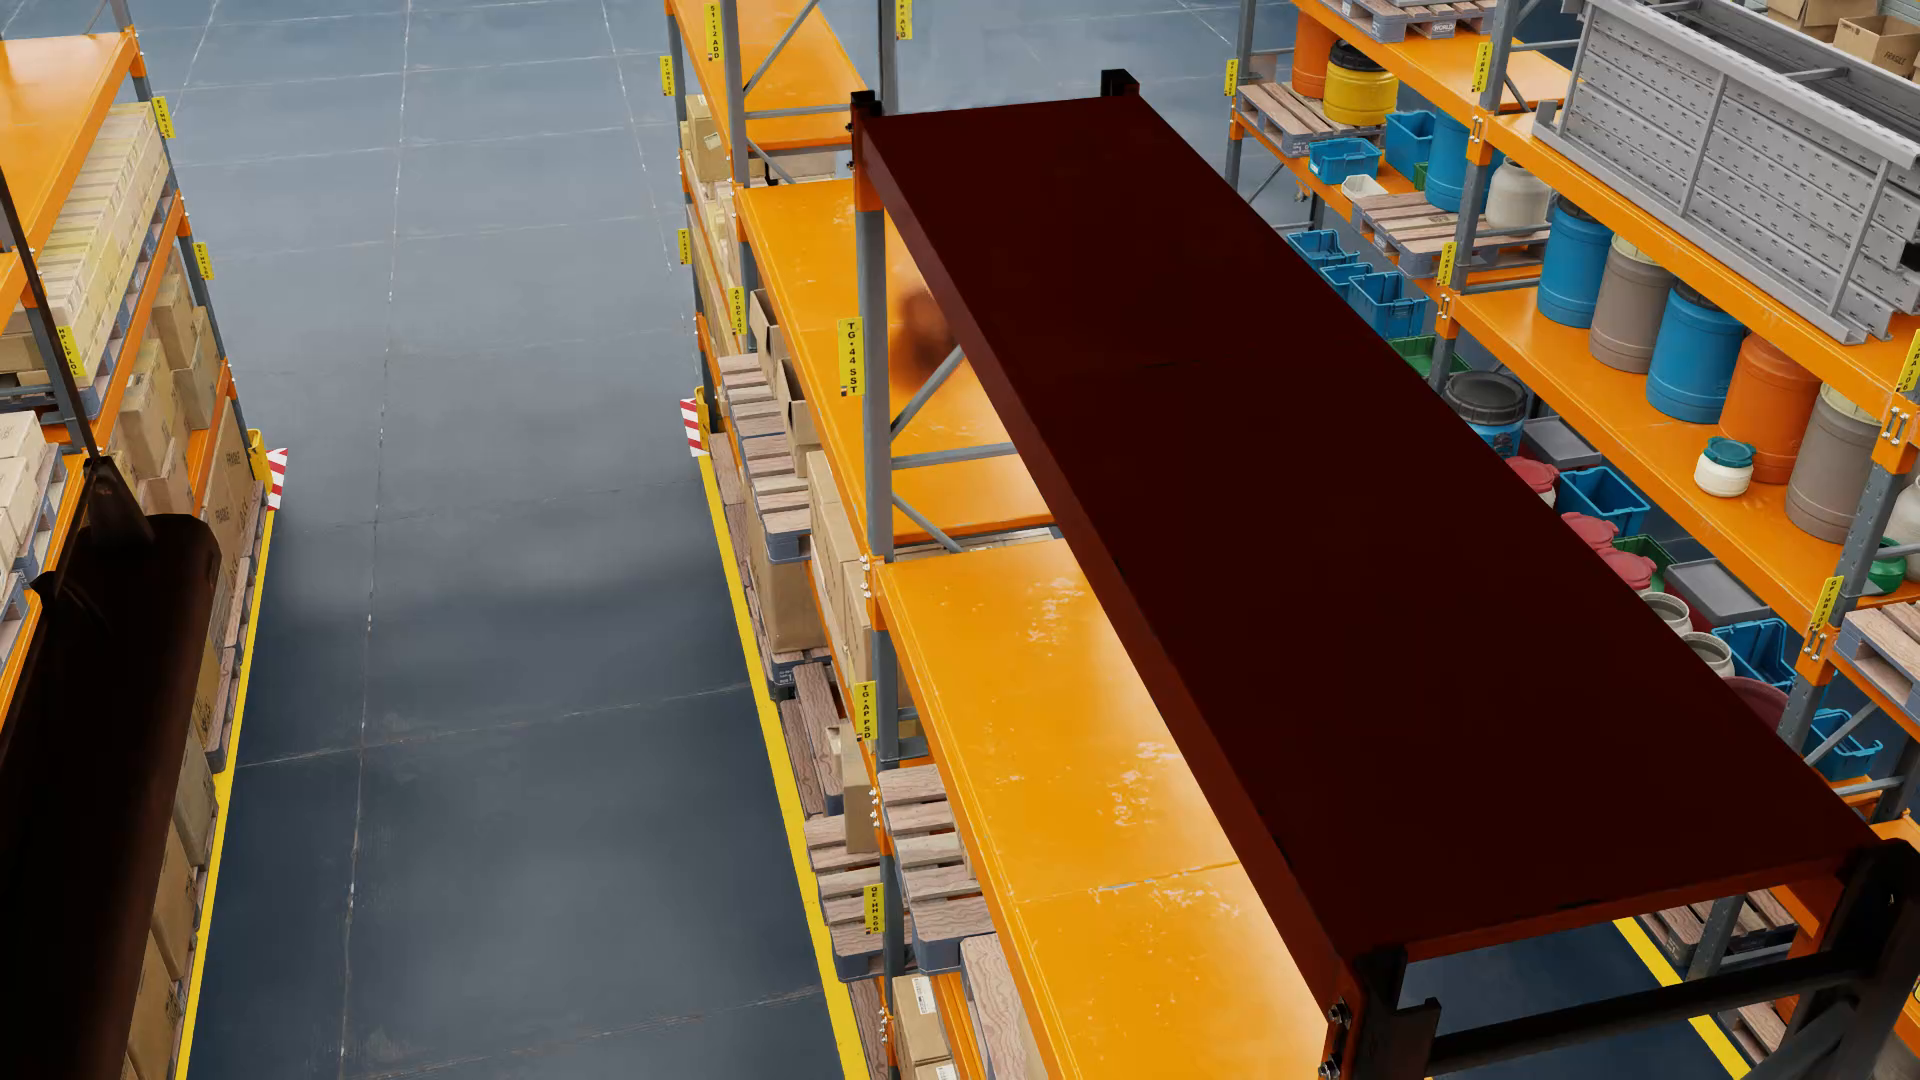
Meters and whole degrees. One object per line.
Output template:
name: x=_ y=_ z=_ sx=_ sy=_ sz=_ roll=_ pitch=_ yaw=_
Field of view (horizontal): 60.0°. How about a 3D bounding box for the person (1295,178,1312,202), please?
person: x=4.179 y=-4.719 z=19.569 sx=0.760 sy=1.615 sz=0.498 roll=0 pitch=34 yaw=0
